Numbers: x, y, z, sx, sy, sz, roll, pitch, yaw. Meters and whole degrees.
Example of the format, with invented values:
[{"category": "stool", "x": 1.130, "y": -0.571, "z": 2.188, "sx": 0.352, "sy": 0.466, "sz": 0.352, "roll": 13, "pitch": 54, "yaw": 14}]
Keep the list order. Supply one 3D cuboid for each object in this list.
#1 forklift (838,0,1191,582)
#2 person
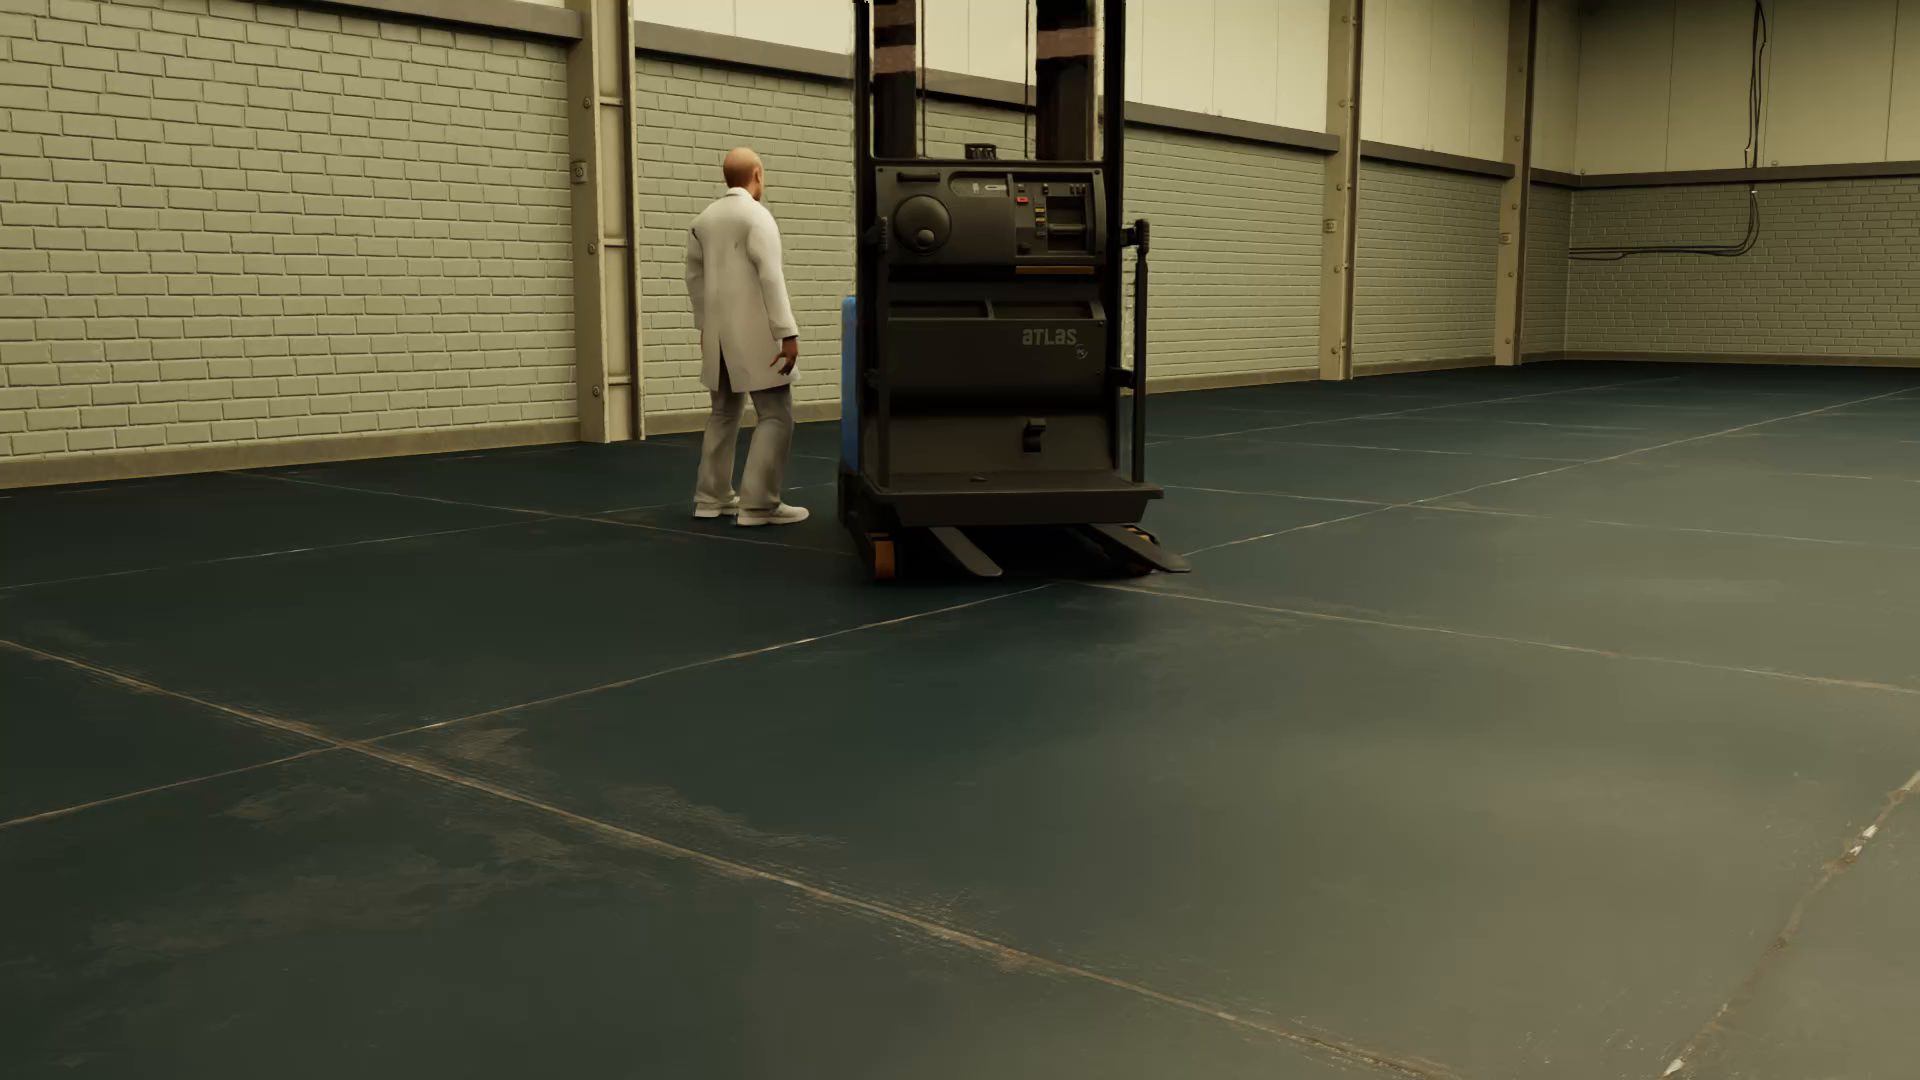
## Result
[{"category": "forklift", "x": 0.159, "y": -1.344, "z": 6.464, "sx": 1.130, "sy": 2.935, "sz": 3.031, "roll": -1, "pitch": 8, "yaw": -9}, {"category": "person", "x": -0.996, "y": -0.964, "z": 7.911, "sx": 0.789, "sy": 1.763, "sz": 0.430, "roll": 7, "pitch": 11, "yaw": 41}]
